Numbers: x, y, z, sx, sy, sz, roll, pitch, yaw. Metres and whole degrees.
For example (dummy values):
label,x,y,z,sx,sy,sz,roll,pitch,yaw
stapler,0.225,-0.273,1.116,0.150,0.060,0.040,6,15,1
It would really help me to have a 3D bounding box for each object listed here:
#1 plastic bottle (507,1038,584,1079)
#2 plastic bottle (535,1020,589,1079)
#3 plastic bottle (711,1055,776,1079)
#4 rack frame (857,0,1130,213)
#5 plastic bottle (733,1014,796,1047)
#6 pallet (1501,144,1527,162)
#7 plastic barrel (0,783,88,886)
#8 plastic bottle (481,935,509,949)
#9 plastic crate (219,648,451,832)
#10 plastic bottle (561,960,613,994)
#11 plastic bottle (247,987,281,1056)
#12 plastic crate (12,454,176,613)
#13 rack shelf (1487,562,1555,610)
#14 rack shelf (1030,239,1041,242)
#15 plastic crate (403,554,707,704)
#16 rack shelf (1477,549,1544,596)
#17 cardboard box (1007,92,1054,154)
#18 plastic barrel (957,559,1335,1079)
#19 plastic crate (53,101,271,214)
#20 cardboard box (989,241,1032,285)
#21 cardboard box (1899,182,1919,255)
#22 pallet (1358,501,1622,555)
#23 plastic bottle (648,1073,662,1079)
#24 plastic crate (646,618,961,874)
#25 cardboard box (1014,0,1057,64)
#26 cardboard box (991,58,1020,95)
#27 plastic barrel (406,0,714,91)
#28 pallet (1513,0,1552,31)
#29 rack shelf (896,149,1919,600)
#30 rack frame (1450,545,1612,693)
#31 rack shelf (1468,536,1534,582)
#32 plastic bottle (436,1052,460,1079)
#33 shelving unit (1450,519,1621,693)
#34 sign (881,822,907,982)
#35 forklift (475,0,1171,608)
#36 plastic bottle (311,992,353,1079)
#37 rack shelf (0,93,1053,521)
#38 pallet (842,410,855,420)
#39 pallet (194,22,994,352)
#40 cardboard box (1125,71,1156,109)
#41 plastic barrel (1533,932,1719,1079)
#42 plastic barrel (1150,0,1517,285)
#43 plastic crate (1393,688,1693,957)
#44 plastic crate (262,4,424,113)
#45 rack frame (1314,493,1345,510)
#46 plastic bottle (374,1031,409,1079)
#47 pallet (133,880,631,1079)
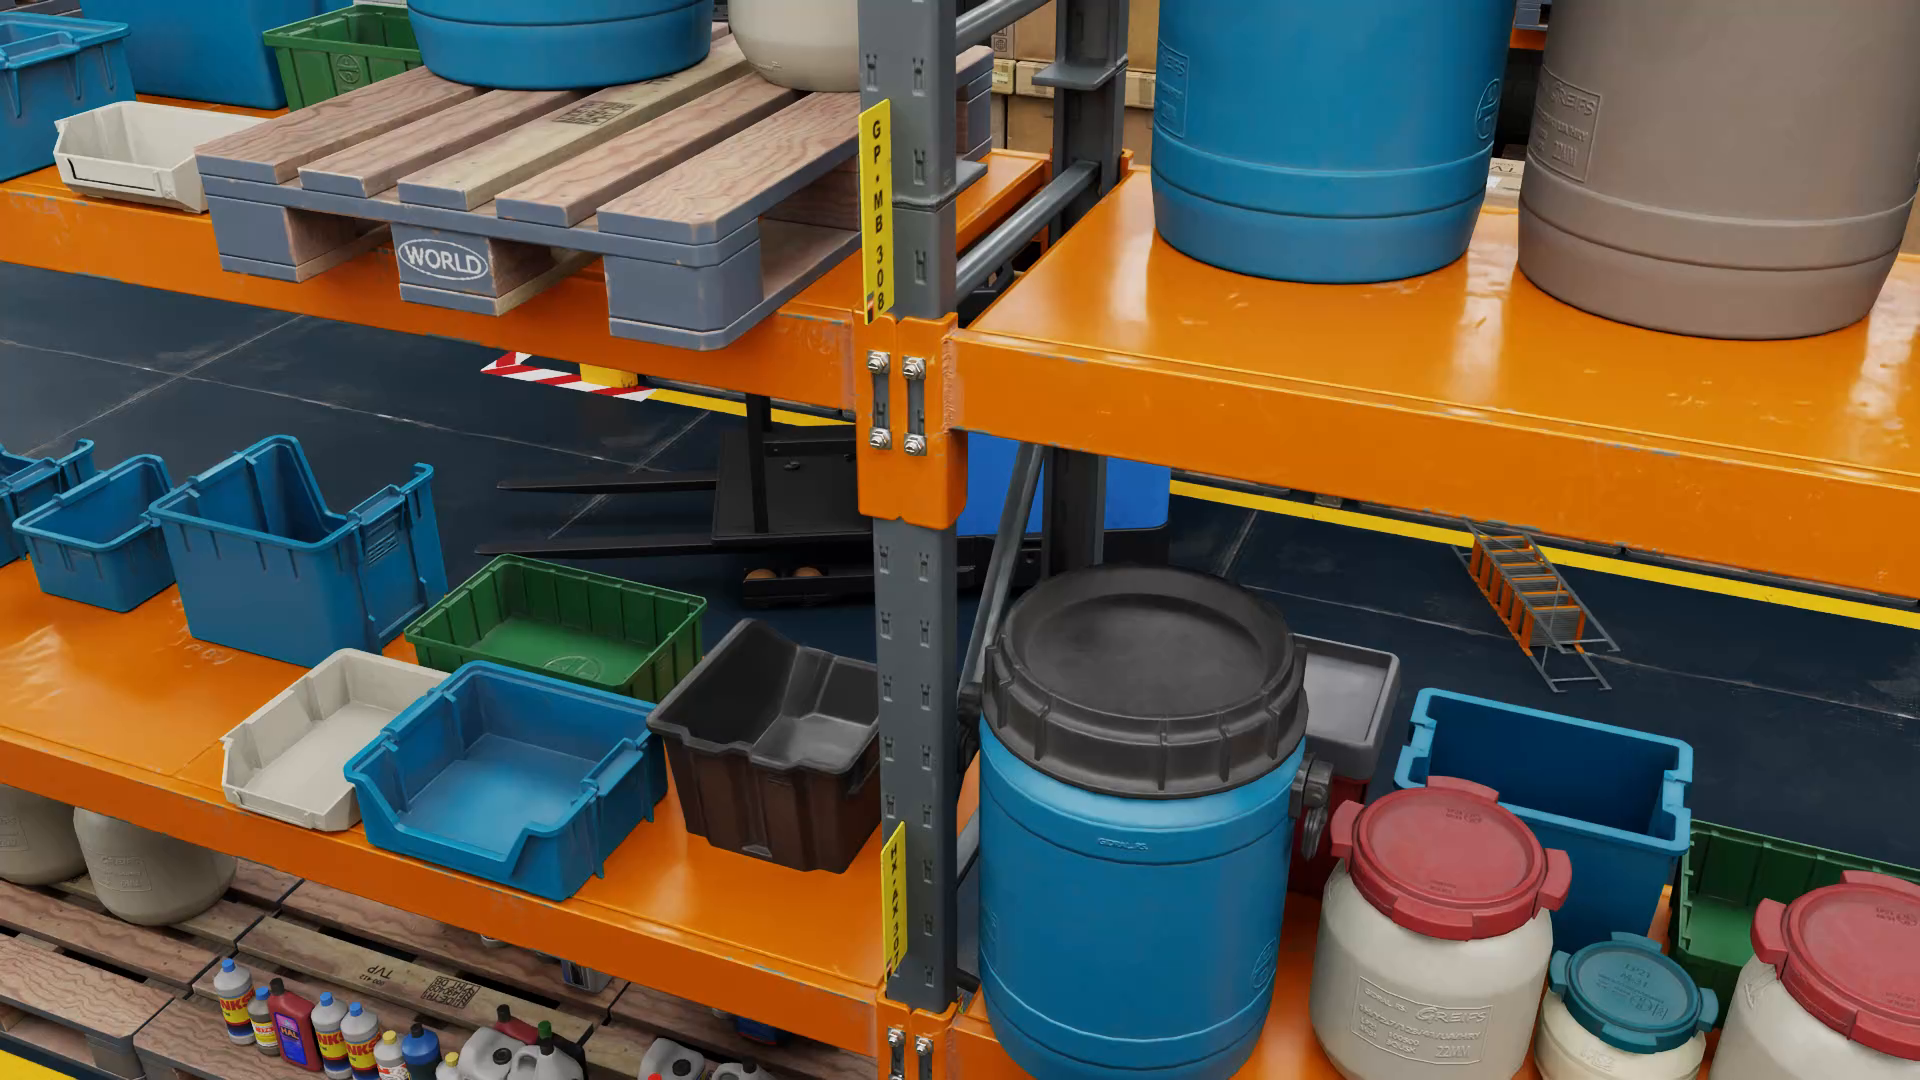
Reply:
label,x,y,z,sx,sy,sz,roll,pitch,yaw
plastic bottle,-1.091,1.446,4.388,0.185,0.351,0.144,11,31,19
plastic bottle,-1.076,1.424,4.495,0.133,0.283,0.061,11,31,19
plastic bottle,-0.559,1.476,4.335,0.185,0.351,0.144,11,31,19
rack frame,0.092,-2.044,2.221,0.127,3.000,1.000,11,31,19
plastic bottle,-0.555,1.257,4.723,0.185,0.351,0.144,11,31,19
pallet,4.538,-2.592,12.122,1.213,0.211,1.003,11,31,19
plastic barrel,-2.976,0.815,5.361,0.421,0.512,0.421,0,29,0
plastic bottle,-1.426,1.139,5.083,0.097,0.201,0.097,0,29,0
plastic crate,-1.508,0.498,4.089,0.437,0.136,0.530,11,31,19
plastic bottle,-1.102,1.182,4.931,0.135,0.276,0.152,11,31,19
plastic bottle,-1.956,1.351,4.708,0.097,0.201,0.097,0,29,0
plastic crate,-2.439,-0.029,4.903,0.408,0.251,0.499,11,31,19
rack shelf,2.435,0.197,7.203,0.258,0.180,0.103,-2,29,-4
rack shelf,0.104,-1.747,8.523,4.000,0.370,1.077,11,31,19
plastic crate,-1.060,0.280,4.421,0.662,0.188,0.450,11,31,19
rack shelf,2.425,0.139,7.307,0.258,0.180,0.103,-2,29,-4
cardboard box,0.589,-2.002,8.142,0.500,0.500,0.700,12,32,20
plastic barrel,0.336,0.559,3.203,0.708,0.901,0.600,11,31,19
plastic crate,-1.548,-0.736,3.223,0.396,0.136,0.243,11,31,19
cardboard box,0.053,-1.263,8.542,0.500,0.500,0.500,11,31,19
cardboard box,4.103,-1.297,6.894,0.500,0.500,0.500,10,31,16
pallet,2.655,-0.358,8.168,1.213,0.211,1.003,11,31,19
plastic bottle,-0.791,1.506,4.282,0.185,0.351,0.144,10,31,17
plastic crate,-0.346,0.440,3.986,0.504,0.338,0.767,11,31,19
cardboard box,0.611,-2.563,7.817,0.500,0.500,0.700,11,31,19
cardboard box,0.202,-2.252,7.925,0.250,0.149,0.380,12,32,21
plastic barrel,-0.790,-1.372,3.145,0.708,0.901,0.600,11,31,19
pallet,4.470,-3.658,11.369,1.213,0.211,1.003,11,31,19
rack shelf,1.945,-0.055,2.481,4.000,0.370,1.077,11,31,19
rack frame,2.442,0.314,7.182,0.240,0.006,1.200,-2,29,-4
rack shelf,2.414,0.081,7.412,0.258,0.180,0.103,-2,29,-4
plastic bottle,-1.360,1.470,4.497,0.097,0.201,0.097,0,29,0
shelving unit,2.442,0.234,7.137,0.258,0.189,1.200,-2,29,-4
sign,-0.126,0.696,3.189,0.005,0.325,0.100,11,31,19
forklift,-0.621,-1.251,6.984,3.031,2.935,1.130,-2,30,-4
plastic bottle,-1.734,1.365,4.613,0.097,0.271,0.097,0,29,0
rack shelf,-1.762,-0.795,3.791,4.000,0.370,1.077,11,31,19
pallet,0.102,-0.867,9.070,1.213,0.211,1.003,11,31,19
pallet,-0.614,-0.745,3.163,1.003,0.211,1.213,11,31,19
cardboard box,0.909,-2.111,7.675,0.250,0.149,0.380,11,31,19
plastic barrel,1.260,0.943,3.174,0.301,0.262,0.301,0,29,0
plastic barrel,0.644,-0.961,2.844,0.708,0.901,0.600,11,31,19
plastic crate,1.231,0.637,3.591,0.575,0.384,0.392,11,31,19
plastic crate,-1.268,-1.062,3.747,0.450,0.188,0.336,11,31,19
rack frame,1.957,-1.690,7.692,0.127,3.000,1.000,11,31,19
plastic bottle,-1.550,1.432,4.565,0.097,0.201,0.097,0,29,0
pallet,-1.650,1.413,5.035,1.213,0.211,1.003,11,31,19
